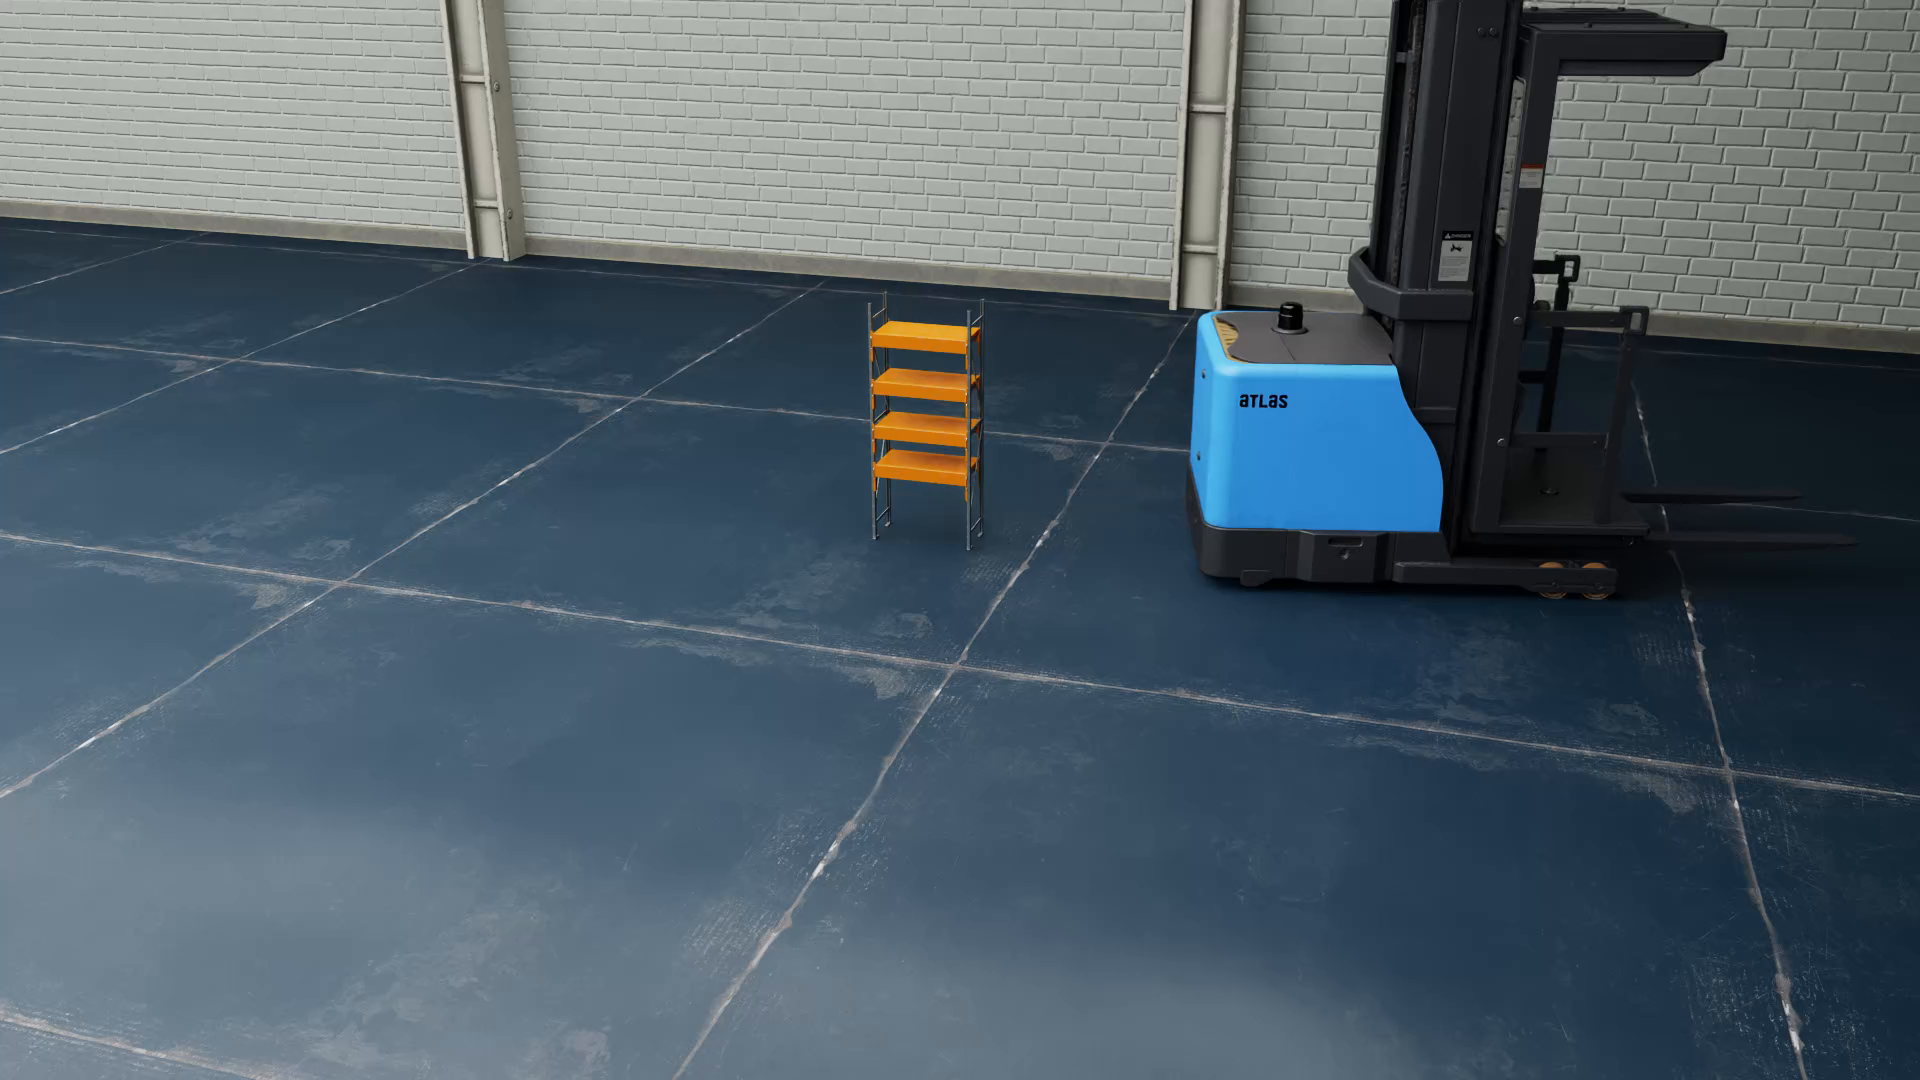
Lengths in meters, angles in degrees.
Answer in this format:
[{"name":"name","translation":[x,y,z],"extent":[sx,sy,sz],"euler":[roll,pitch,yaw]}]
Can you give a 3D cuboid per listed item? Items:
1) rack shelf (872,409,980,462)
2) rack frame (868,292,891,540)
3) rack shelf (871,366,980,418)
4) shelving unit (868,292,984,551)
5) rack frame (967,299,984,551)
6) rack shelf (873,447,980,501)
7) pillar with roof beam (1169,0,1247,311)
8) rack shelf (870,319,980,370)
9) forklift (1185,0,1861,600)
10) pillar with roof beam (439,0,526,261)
[{"name":"rack shelf","translation":[-0.158,-0.511,8.112],"extent":[0.480,0.148,0.258],"euler":[7,23,16]},{"name":"rack frame","translation":[-0.392,-0.600,8.152],"extent":[0.015,1.200,0.240],"euler":[7,23,16]},{"name":"rack shelf","translation":[-0.158,-0.718,8.027],"extent":[0.480,0.148,0.258],"euler":[7,23,16]},{"name":"shelving unit","translation":[-0.158,-0.573,8.087],"extent":[0.503,1.200,0.258],"euler":[7,23,16]},{"name":"rack frame","translation":[0.075,-0.547,8.021],"extent":[0.015,1.200,0.240],"euler":[7,23,16]},{"name":"rack shelf","translation":[-0.158,-0.327,8.187],"extent":[0.480,0.148,0.258],"euler":[7,23,16]},{"name":"pillar with roof beam","translation":[0.562,-4.366,7.055],"extent":[0.400,9.000,9.100],"euler":[7,23,16]},{"name":"rack shelf","translation":[-0.158,-0.937,7.937],"extent":[0.480,0.148,0.258],"euler":[7,23,16]},{"name":"forklift","translation":[2.650,-1.290,7.553],"extent":[3.031,2.935,1.130],"euler":[1,22,3]},{"name":"pillar with roof beam","translation":[-5.182,-5.023,8.659],"extent":[0.400,9.000,9.100],"euler":[7,23,16]}]
